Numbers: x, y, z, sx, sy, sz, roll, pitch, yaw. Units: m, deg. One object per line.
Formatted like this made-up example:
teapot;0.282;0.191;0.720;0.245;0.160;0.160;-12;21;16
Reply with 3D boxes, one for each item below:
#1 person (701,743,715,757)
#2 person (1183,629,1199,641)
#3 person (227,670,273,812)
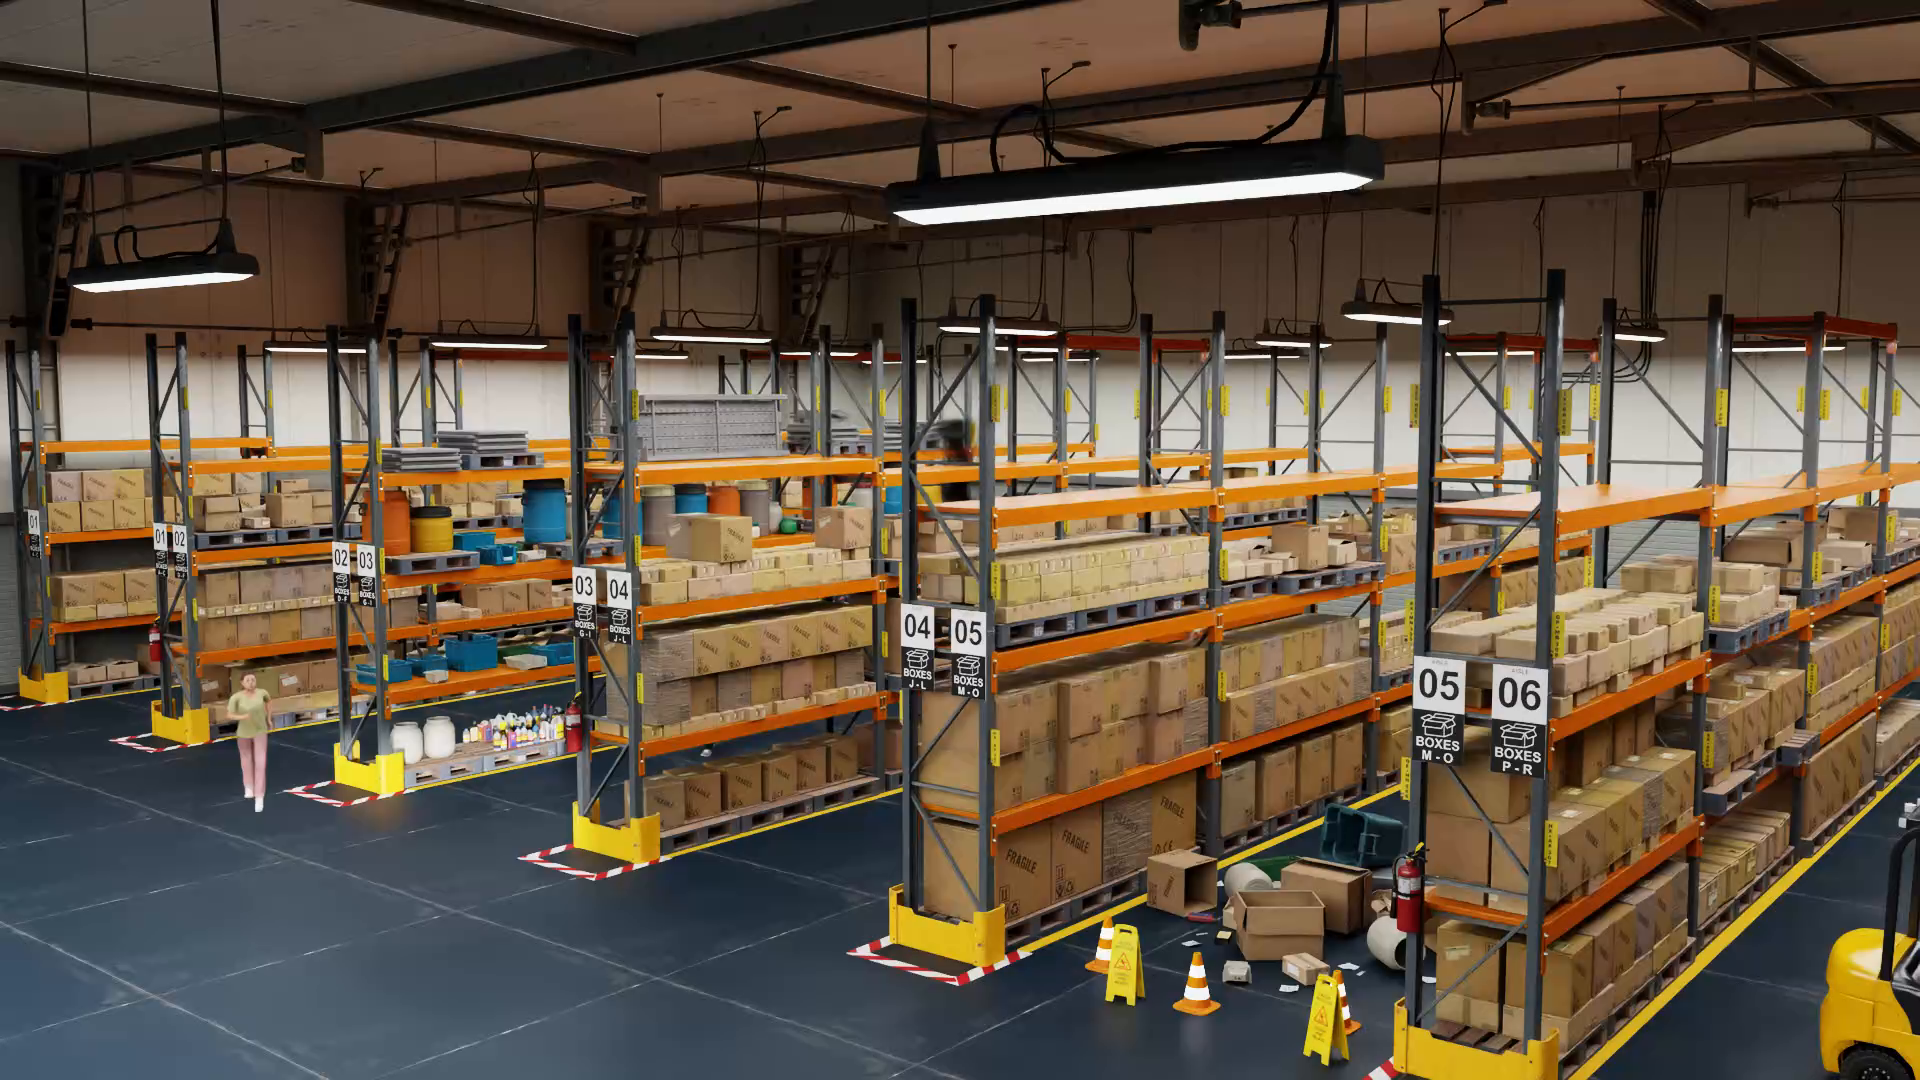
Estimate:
person;-3.592;2.290;23.582;0.539;1.534;0.577;1;5;16
person;3.486;2.086;24.851;0.671;1.730;0.622;3;6;27
person;-8.836;2.461;20.711;0.523;1.718;0.839;-2;6;-24
